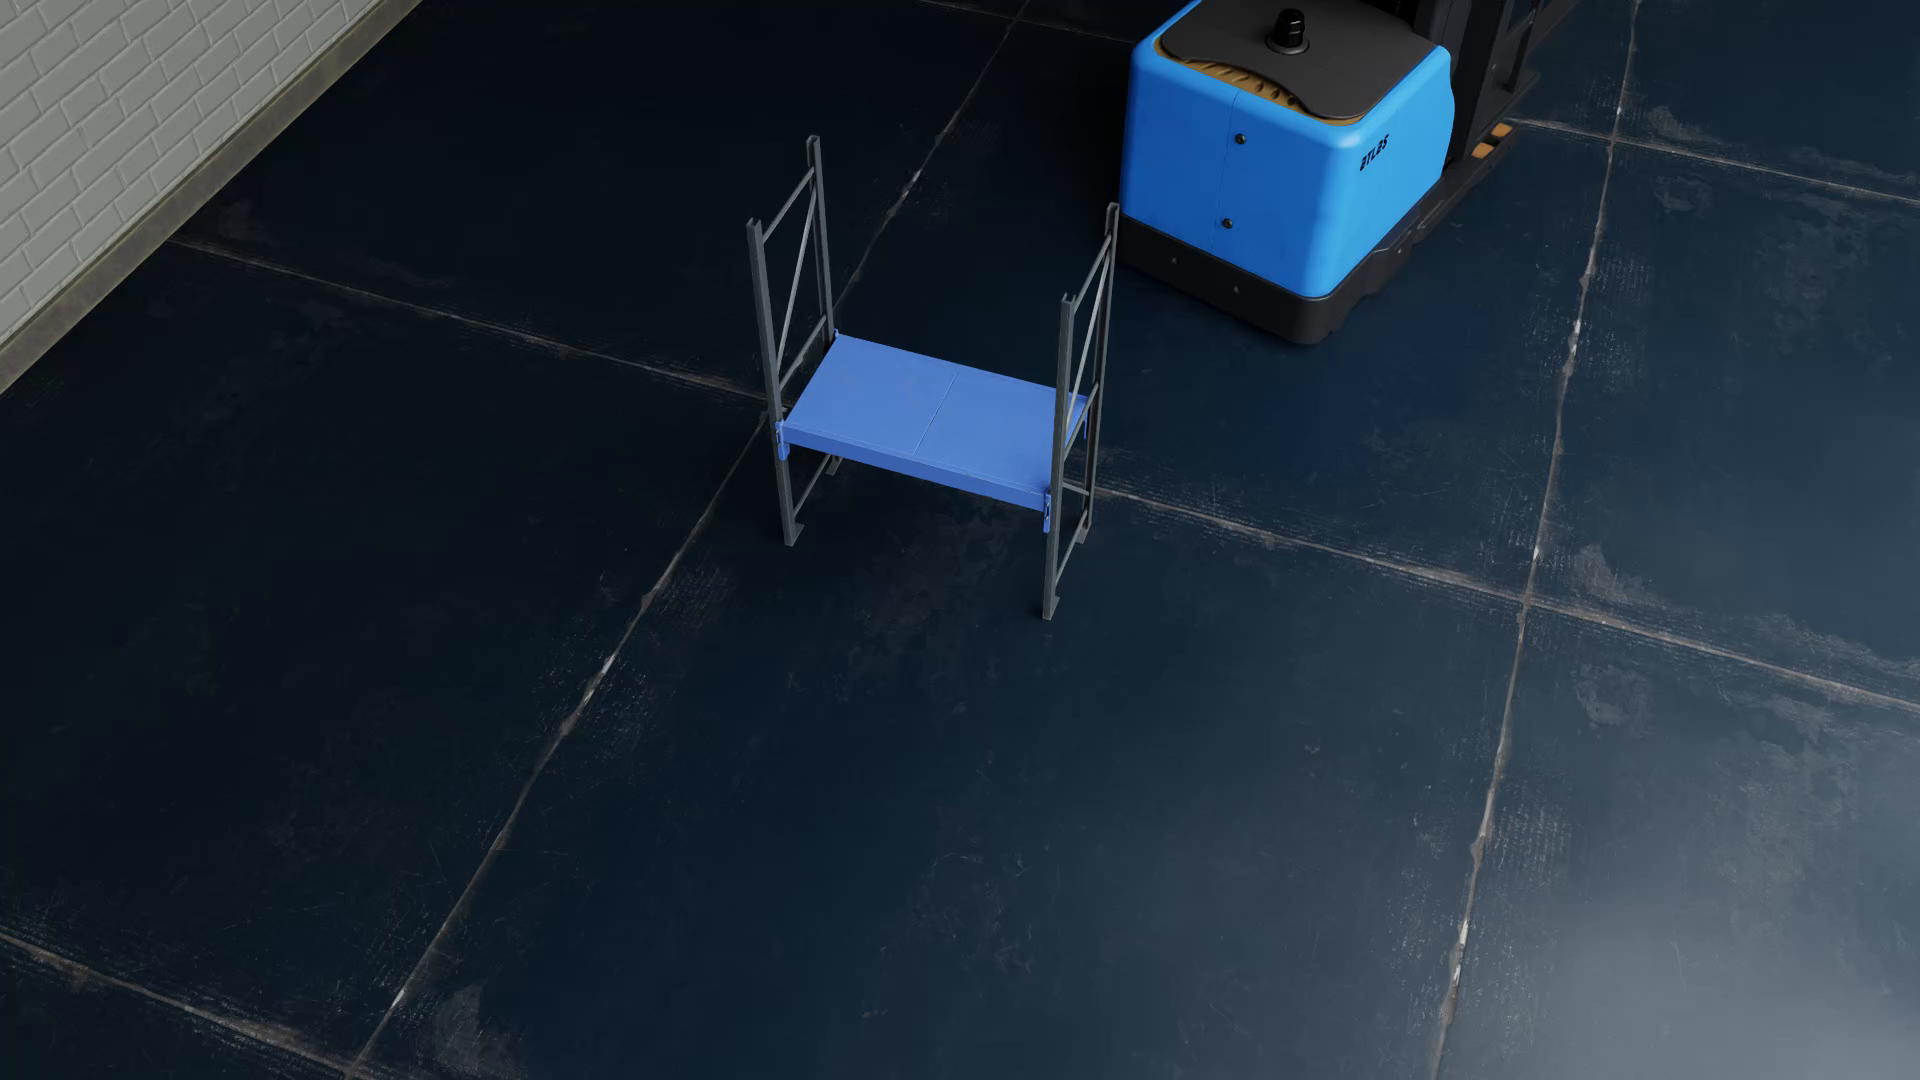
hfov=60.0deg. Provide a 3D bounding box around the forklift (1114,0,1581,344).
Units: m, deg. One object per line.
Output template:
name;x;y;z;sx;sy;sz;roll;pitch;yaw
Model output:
forklift;1.953;-2.833;6.766;1.130;2.935;3.031;30;56;24

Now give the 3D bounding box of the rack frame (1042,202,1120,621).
rack frame;0.397;-0.380;5.587;0.032;1.500;0.500;16;51;13

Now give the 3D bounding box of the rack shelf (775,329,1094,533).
rack shelf;-0.080;-0.396;5.839;1.000;0.185;0.538;16;51;13

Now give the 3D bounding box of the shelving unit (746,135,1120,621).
shelving unit;-0.080;-0.514;5.703;1.048;1.500;0.538;16;51;13

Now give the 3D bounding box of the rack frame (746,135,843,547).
rack frame;-0.557;-0.647;5.818;0.032;1.500;0.500;16;51;13
